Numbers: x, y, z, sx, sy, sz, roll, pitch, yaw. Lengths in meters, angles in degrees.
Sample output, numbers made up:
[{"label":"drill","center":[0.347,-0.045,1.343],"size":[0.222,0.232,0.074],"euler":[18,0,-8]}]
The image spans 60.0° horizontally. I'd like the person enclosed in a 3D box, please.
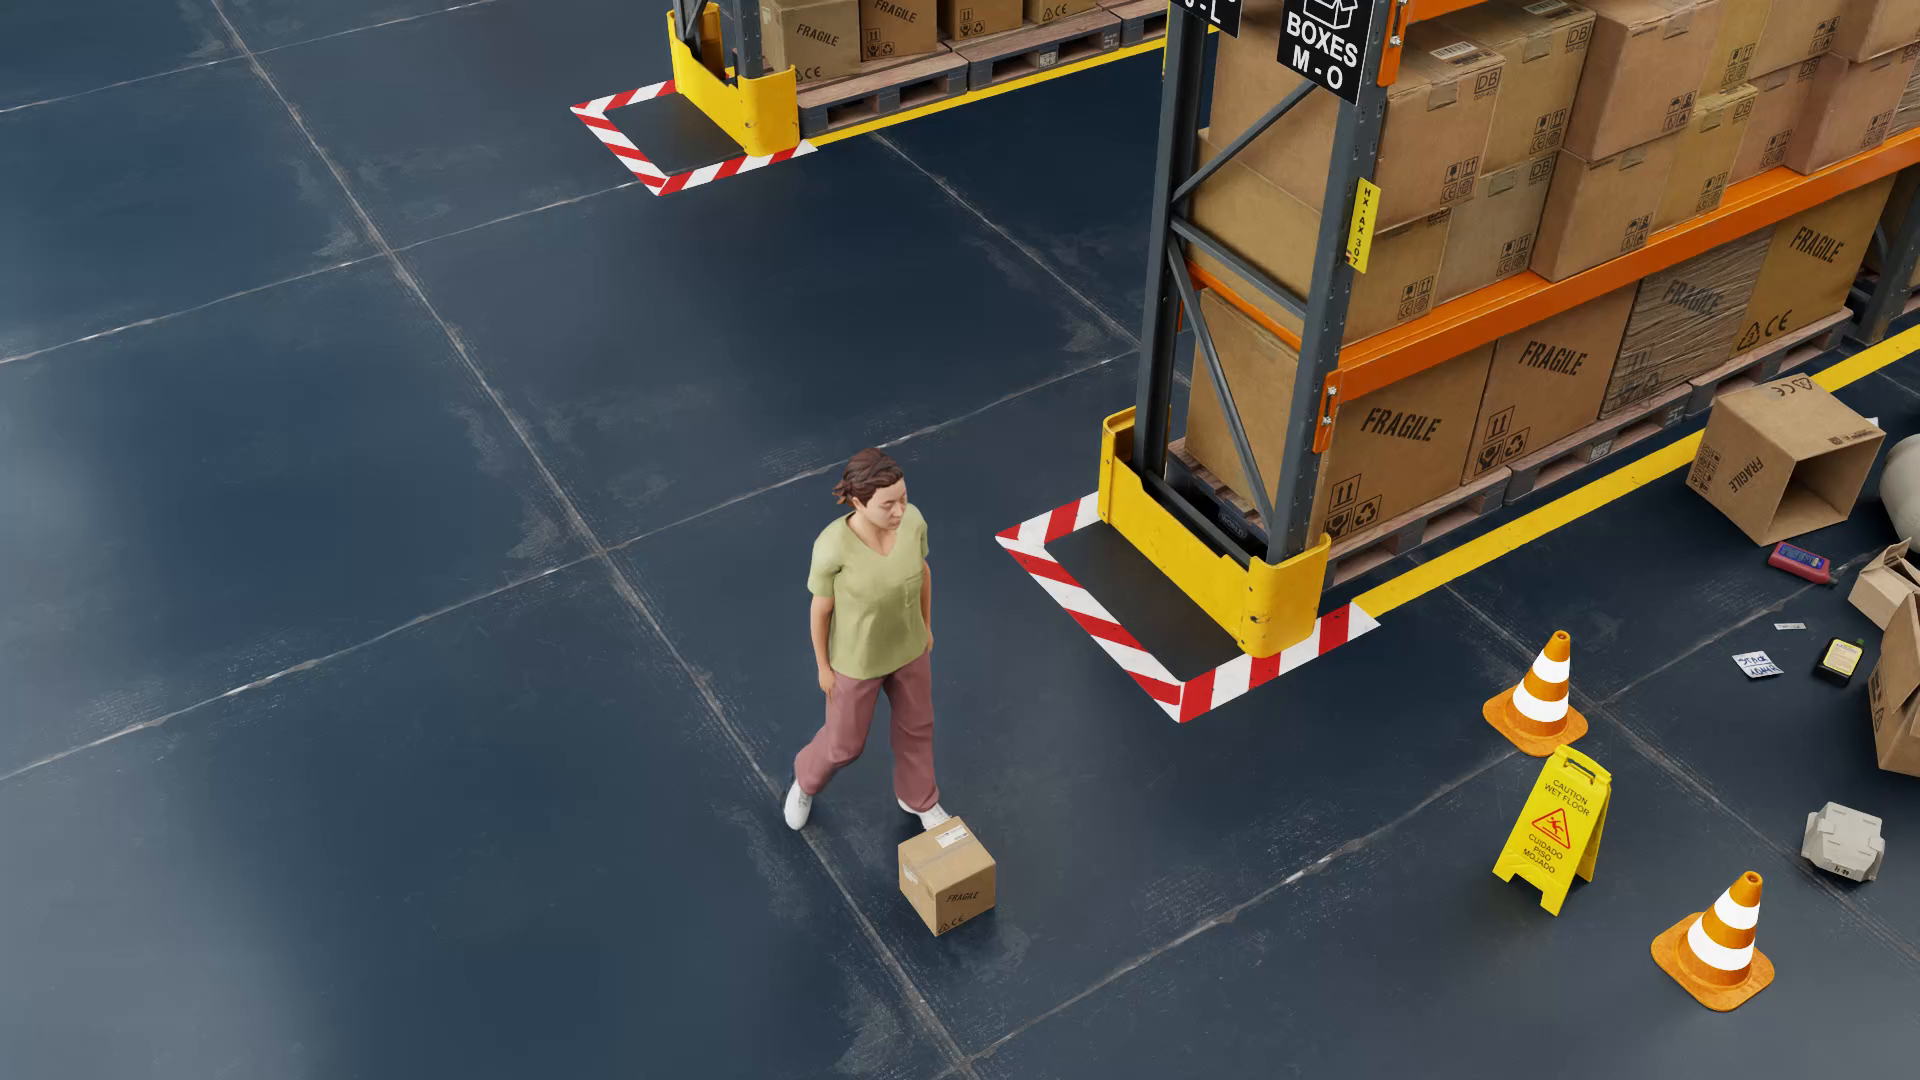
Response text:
[{"label":"person","center":[-0.333,0.401,5.705],"size":[0.585,1.696,0.584],"euler":[-23,46,-24]}]
